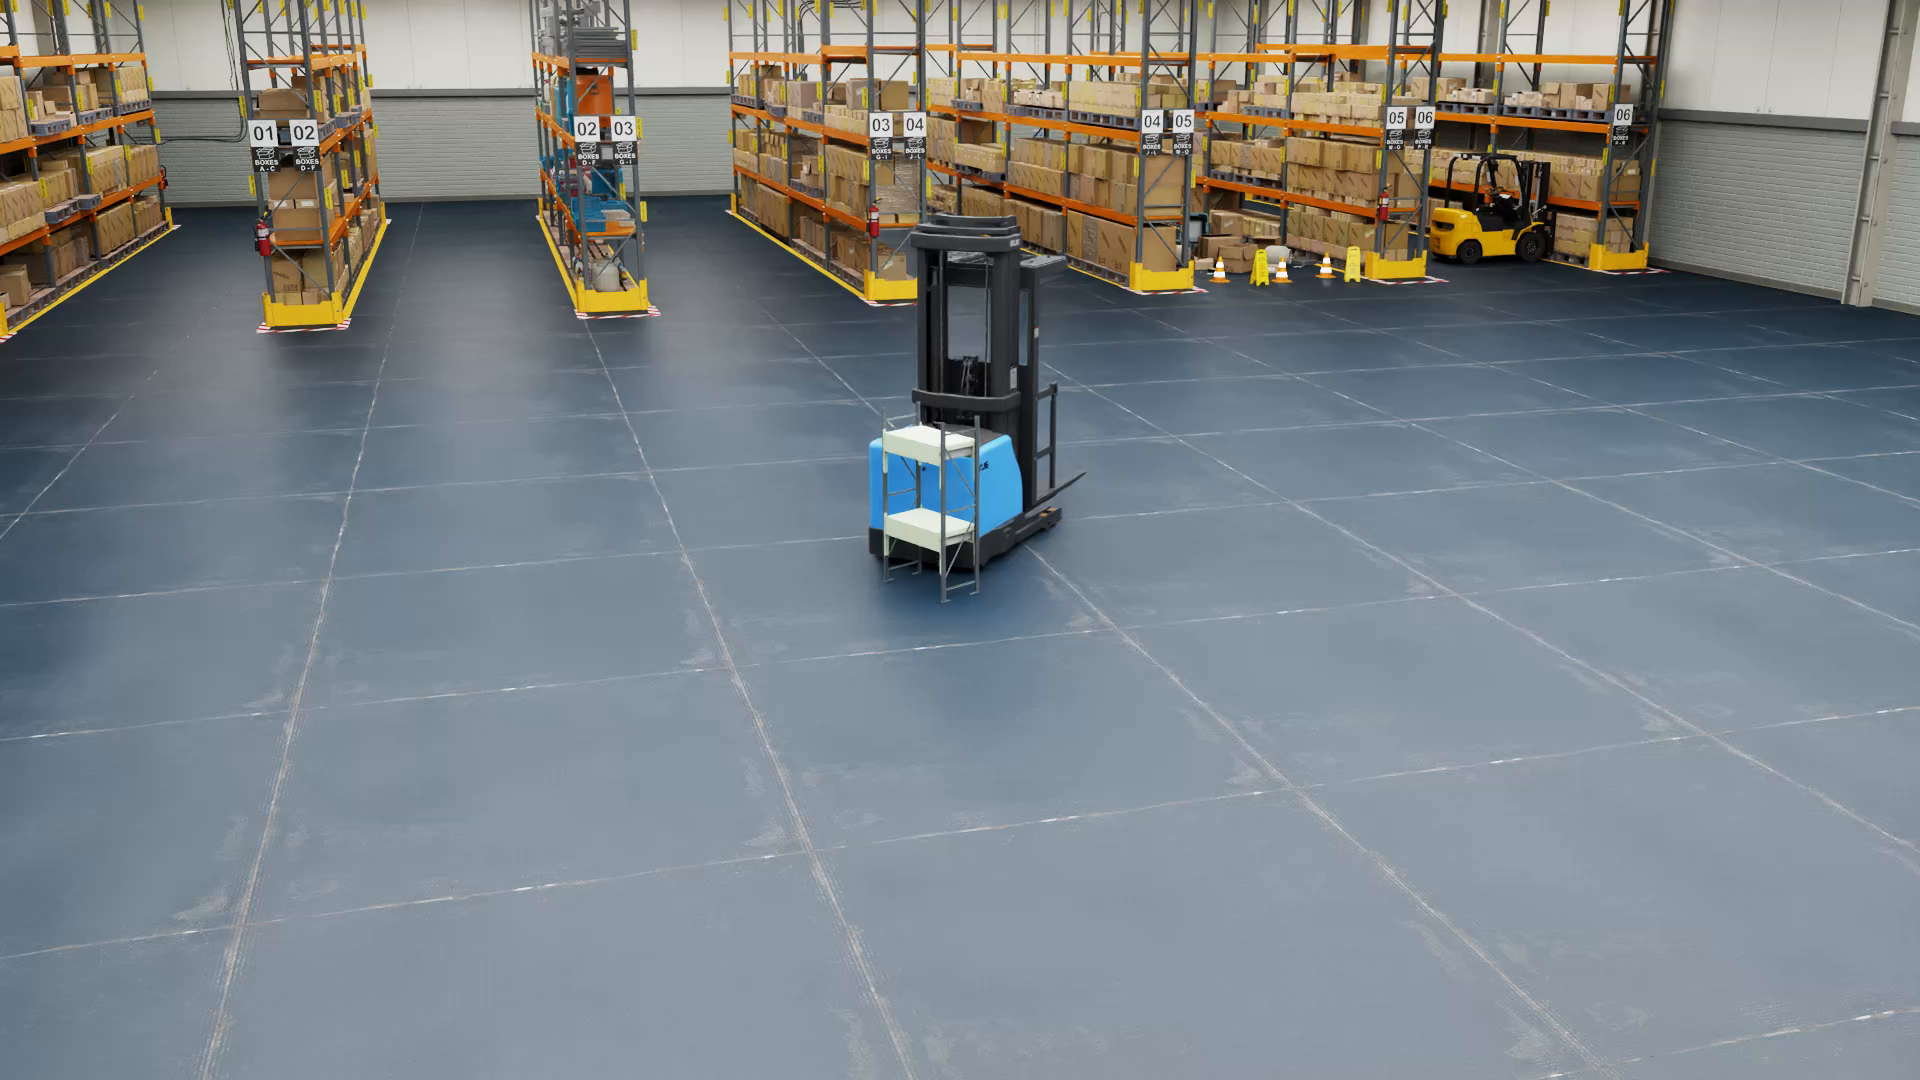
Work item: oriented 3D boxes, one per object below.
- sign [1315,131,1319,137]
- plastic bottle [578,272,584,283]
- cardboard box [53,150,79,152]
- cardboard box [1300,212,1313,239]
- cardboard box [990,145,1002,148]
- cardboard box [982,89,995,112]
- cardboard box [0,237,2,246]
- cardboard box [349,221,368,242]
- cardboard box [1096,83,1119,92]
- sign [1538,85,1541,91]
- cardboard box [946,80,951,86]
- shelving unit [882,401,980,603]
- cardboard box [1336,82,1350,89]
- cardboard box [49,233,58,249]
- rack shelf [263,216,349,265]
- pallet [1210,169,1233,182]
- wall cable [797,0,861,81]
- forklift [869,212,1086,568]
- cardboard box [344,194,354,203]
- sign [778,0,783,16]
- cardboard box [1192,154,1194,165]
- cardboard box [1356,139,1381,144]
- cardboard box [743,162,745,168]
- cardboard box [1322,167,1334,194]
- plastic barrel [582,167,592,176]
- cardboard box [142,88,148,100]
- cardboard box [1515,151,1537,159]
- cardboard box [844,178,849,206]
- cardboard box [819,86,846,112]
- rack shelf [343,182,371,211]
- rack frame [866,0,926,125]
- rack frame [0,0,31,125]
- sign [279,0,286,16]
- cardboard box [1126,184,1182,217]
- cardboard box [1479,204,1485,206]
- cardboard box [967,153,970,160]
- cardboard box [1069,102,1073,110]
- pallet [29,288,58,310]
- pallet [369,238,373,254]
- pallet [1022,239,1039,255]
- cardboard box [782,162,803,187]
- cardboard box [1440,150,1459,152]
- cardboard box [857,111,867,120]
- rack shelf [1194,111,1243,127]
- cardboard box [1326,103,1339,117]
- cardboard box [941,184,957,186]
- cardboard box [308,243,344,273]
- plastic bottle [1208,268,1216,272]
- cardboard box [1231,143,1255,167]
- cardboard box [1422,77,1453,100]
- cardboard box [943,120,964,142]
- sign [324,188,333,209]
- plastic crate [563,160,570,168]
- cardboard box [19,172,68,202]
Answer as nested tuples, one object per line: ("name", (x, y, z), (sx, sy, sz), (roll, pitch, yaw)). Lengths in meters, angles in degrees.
("sign", (9.400, -10.598, 43.814), (0.100, 0.325, 0.005), (-5, 17, -15))
("plastic bottle", (-6.771, -4.685, 29.731), (0.097, 0.201, 0.097), (0, 17, 0))
("cardboard box", (-18.360, -7.861, 34.177), (0.500, 0.250, 0.500), (-5, 17, -17))
("cardboard box", (7.408, -6.534, 34.535), (0.500, 0.500, 0.500), (-4, 17, -13))
("cardboard box", (0.931, -9.468, 40.227), (0.380, 0.149, 0.250), (-5, 17, -15))
("cardboard box", (0.831, -10.208, 38.631), (0.500, 0.500, 0.500), (-5, 17, -15))
("cardboard box", (-15.199, -4.655, 25.760), (0.500, 0.250, 0.500), (-5, 17, -17))
("cardboard box", (-12.806, -6.470, 35.154), (0.500, 0.500, 0.500), (-5, 18, -17))
("cardboard box", (2.806, -8.602, 31.605), (0.380, 0.149, 0.250), (-5, 17, -16))
("sign", (12.652, -9.782, 36.352), (0.100, 0.325, 0.005), (-5, 17, -15))
("cardboard box", (-0.122, -11.413, 41.514), (0.380, 0.149, 0.250), (-5, 17, -15))
("shelving unit", (-0.243, -0.322, 13.717), (0.431, 1.500, 0.755), (-14, 22, -40))
("cardboard box", (9.847, -11.608, 42.483), (0.380, 0.149, 0.250), (-5, 17, -16))
("cardboard box", (-16.959, -5.504, 30.637), (0.500, 0.250, 0.500), (-5, 17, -17))
("rack shelf", (-11.158, -5.159, 28.461), (1.077, 0.370, 4.000), (-5, 17, -15))
("pallet", (6.546, -8.448, 38.494), (1.213, 0.211, 1.003), (-5, 17, -15))
("wall cable", (-3.719, -16.409, 48.642), (2.277, 5.999, 0.120), (-5, 17, -15))
("forklift", (0.306, -1.543, 15.291), (1.130, 2.935, 3.031), (8, 19, 25))
("cardboard box", (-12.294, -6.816, 33.163), (0.380, 0.149, 0.250), (-5, 17, -15))
("sign", (-3.814, -11.297, 35.317), (0.100, 0.325, 0.005), (-5, 17, -15))
("cardboard box", (5.726, -9.152, 39.895), (0.500, 0.250, 0.500), (-5, 17, -17))
("cardboard box", (10.393, -9.810, 41.784), (0.797, 0.503, 0.637), (-5, 17, -17))
("cardboard box", (-5.275, -9.488, 42.060), (0.380, 0.149, 0.250), (-5, 17, -17))
("cardboard box", (7.644, -7.254, 33.494), (0.500, 0.500, 0.500), (-4, 17, -15))
("plastic barrel", (-7.624, -7.515, 34.816), (0.600, 0.536, 0.708), (-5, 17, -15))
("cardboard box", (-19.311, -10.416, 38.853), (0.500, 0.250, 0.500), (-4, 17, -14))
("cardboard box", (12.158, -8.270, 35.750), (0.380, 0.149, 0.250), (-5, 17, -16))
("cardboard box", (-1.682, -6.487, 30.941), (0.875, 0.500, 0.500), (-5, 17, -15))
("cardboard box", (-2.475, -8.924, 33.623), (0.797, 0.503, 0.637), (-4, 17, -13))
("rack shelf", (-13.357, -7.372, 35.828), (1.077, 0.370, 4.000), (-5, 17, -15))
("rack frame", (-1.082, -8.606, 28.257), (1.000, 3.000, 0.127), (-5, 17, -15))
("rack frame", (-16.470, -8.537, 28.029), (1.000, 3.000, 0.127), (-5, 17, -15))
("sign", (-13.326, -10.476, 32.722), (0.100, 0.325, 0.005), (-5, 17, -15))
("cardboard box", (3.569, -6.268, 30.640), (0.875, 0.550, 0.550), (-5, 17, -15))
("cardboard box", (11.964, -7.223, 37.480), (0.875, 0.625, 0.625), (-4, 17, -13))
("cardboard box", (0.375, -9.205, 39.869), (0.380, 0.149, 0.250), (-4, 17, -13))
("cardboard box", (2.388, -8.641, 33.121), (0.380, 0.149, 0.250), (-5, 17, -16))
("pallet", (-16.251, -4.146, 28.684), (1.003, 0.211, 1.213), (-5, 17, -15))
("pallet", (-13.307, -6.374, 36.103), (1.003, 0.211, 1.213), (-5, 17, -15))
("pallet", (1.992, -6.413, 36.233), (1.003, 0.211, 1.213), (-5, 17, -15))
("cardboard box", (-3.655, -8.110, 36.862), (0.500, 0.500, 0.500), (-4, 17, -14))
("cardboard box", (11.353, -8.949, 38.526), (0.380, 0.149, 0.250), (-5, 17, -15))
("cardboard box", (-1.598, -7.489, 29.320), (0.380, 0.149, 0.250), (-5, 18, -18))
("rack shelf", (5.698, -10.374, 40.609), (1.077, 0.370, 4.000), (-5, 17, -15))
("cardboard box", (7.621, -8.565, 33.080), (0.500, 0.250, 0.500), (-5, 17, -15))
("cardboard box", (-0.294, -9.517, 44.909), (0.380, 0.149, 0.250), (-4, 17, -15))
("cardboard box", (-11.103, -4.912, 29.134), (0.500, 0.500, 0.500), (-5, 17, -15))
("plastic bottle", (5.000, -5.344, 32.934), (0.133, 0.061, 0.283), (-12, 20, -34))
("cardboard box", (6.451, -8.688, 37.537), (0.500, 0.500, 0.500), (-4, 17, -14))
("cardboard box", (11.219, -10.504, 38.715), (0.700, 0.500, 0.500), (-5, 17, -16))
("cardboard box", (-0.120, -10.336, 42.018), (0.500, 0.500, 0.500), (-5, 18, -17))
("sign", (-10.073, -5.445, 26.521), (0.100, 0.325, 0.005), (-5, 17, -15))
("plastic crate", (-9.385, -9.069, 40.329), (0.437, 0.282, 0.530), (-5, 17, -15))
("cardboard box", (-17.066, -6.557, 30.926), (0.700, 0.500, 0.500), (-5, 17, -15))
